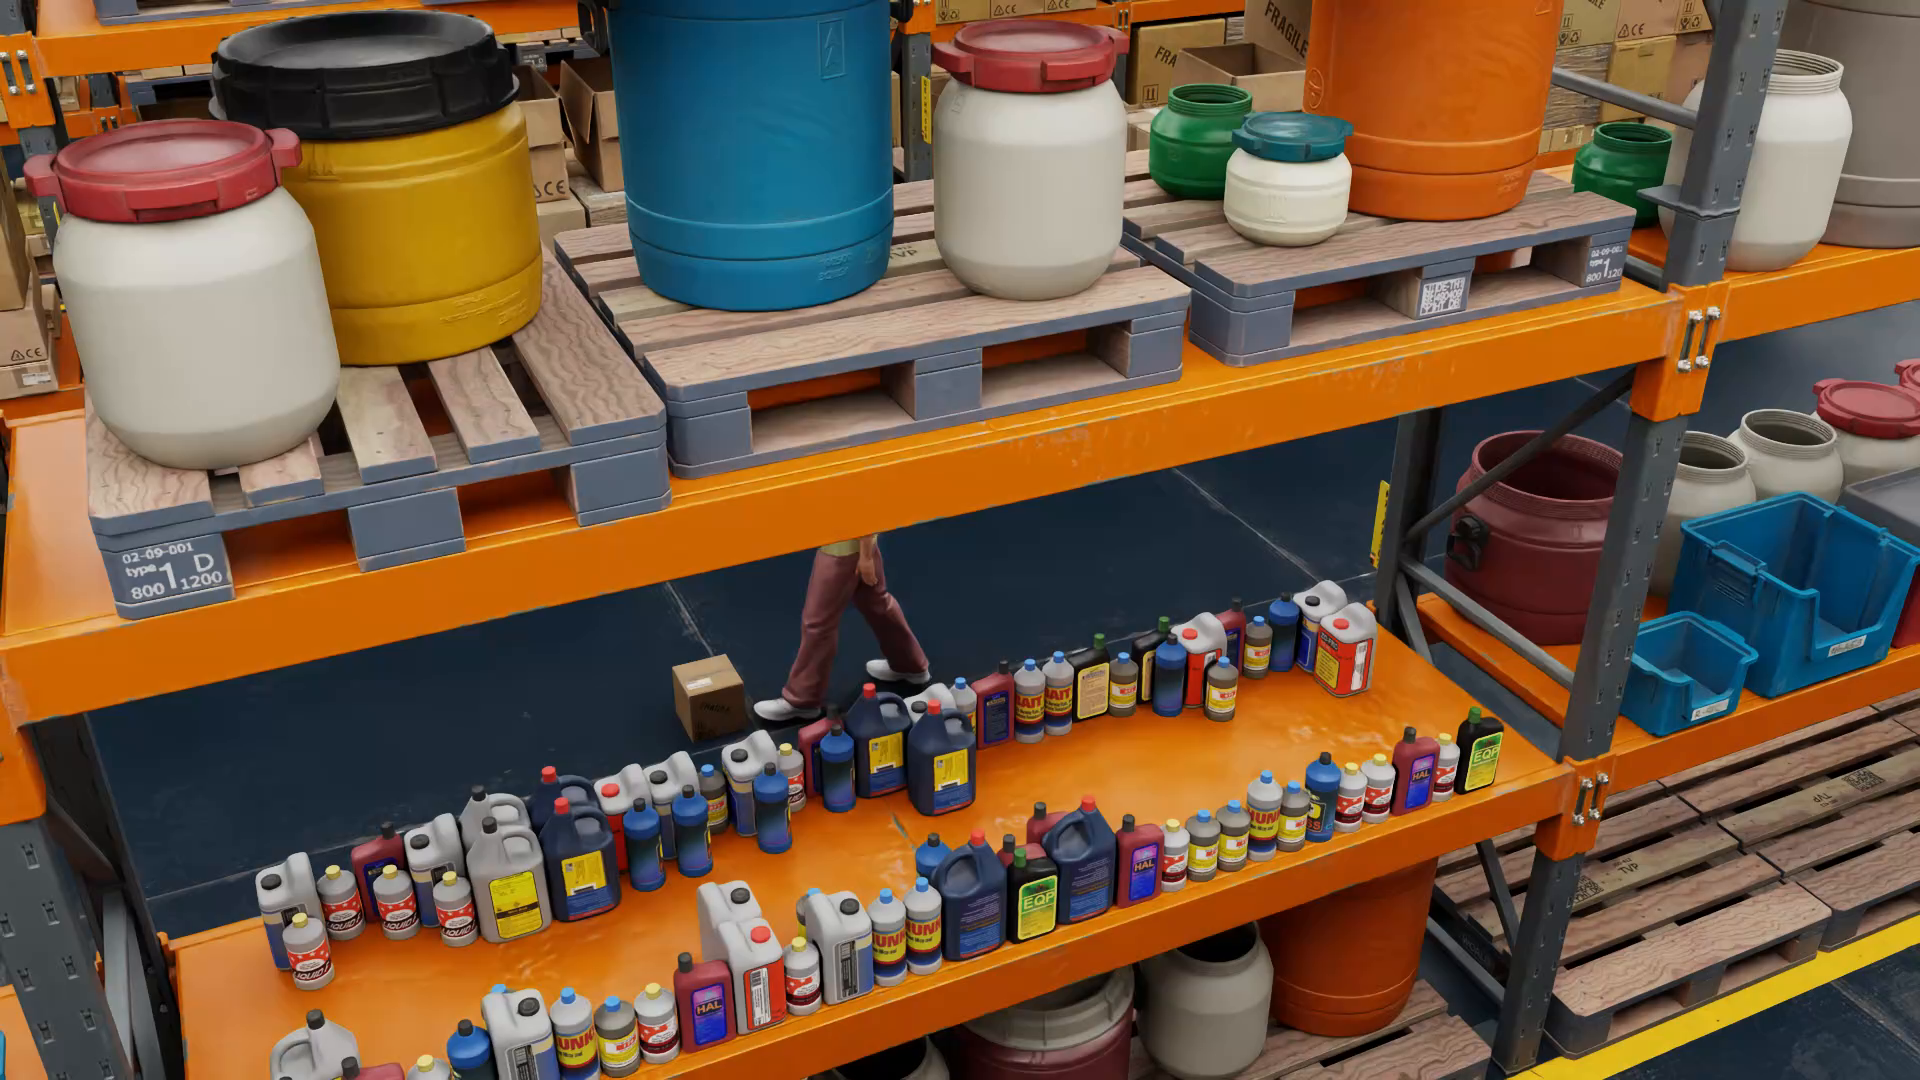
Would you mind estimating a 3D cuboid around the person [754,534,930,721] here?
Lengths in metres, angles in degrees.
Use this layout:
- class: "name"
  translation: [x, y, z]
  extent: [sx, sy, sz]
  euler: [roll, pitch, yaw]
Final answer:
- class: "person"
  translation: [-0.529, -0.009, 7.134]
  extent: [0.803, 1.651, 0.468]
  euler: [-3, 30, -6]
